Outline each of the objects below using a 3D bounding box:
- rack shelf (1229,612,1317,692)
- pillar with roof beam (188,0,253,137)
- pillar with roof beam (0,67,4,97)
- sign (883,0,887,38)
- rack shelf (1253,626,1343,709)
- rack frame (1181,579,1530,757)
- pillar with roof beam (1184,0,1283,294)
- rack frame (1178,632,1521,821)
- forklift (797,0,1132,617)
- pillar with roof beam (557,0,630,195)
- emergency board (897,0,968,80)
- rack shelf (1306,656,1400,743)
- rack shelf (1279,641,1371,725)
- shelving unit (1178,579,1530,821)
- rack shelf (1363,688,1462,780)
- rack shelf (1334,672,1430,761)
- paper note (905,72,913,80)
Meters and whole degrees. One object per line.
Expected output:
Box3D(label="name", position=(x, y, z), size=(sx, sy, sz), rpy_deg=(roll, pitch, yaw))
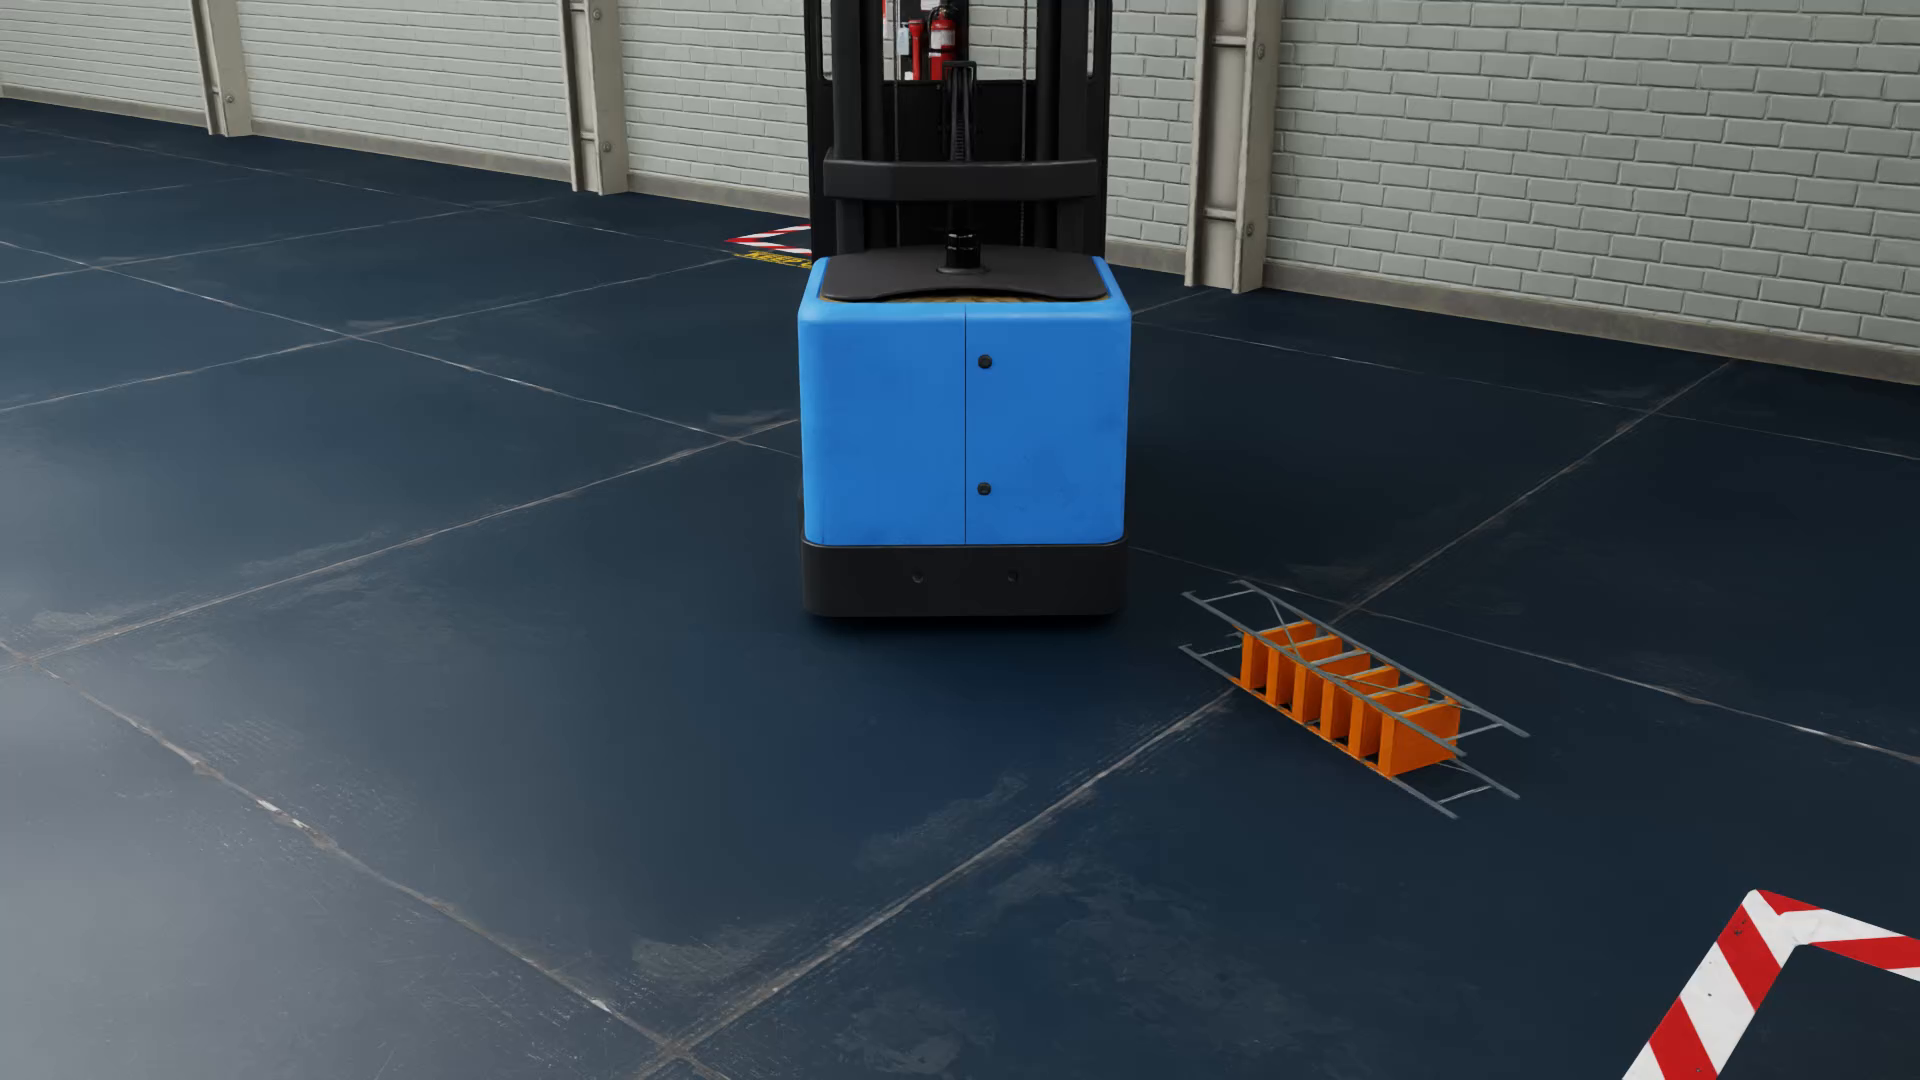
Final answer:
Box3D(label="rack shelf", position=(0.944, 0.332, 5.004), size=(0.258, 0.180, 0.103), rpy_deg=(-11, 24, -27))
Box3D(label="pillar with roof beam", position=(-10.371, -7.298, 12.768), size=(0.400, 9.000, 9.100), rpy_deg=(16, 26, 36))
Box3D(label="pillar with roof beam", position=(-15.019, -8.637, 16.318), size=(0.400, 9.000, 9.100), rpy_deg=(16, 26, 36))
Box3D(label="sign", position=(-0.606, -3.721, 11.733), size=(0.234, 0.329, 0.001), rpy_deg=(16, 26, 36))
Box3D(label="rack shelf", position=(1.002, 0.370, 4.906), size=(0.258, 0.180, 0.103), rpy_deg=(-11, 24, -27))
Box3D(label="rack frame", position=(1.081, 0.337, 4.738), size=(0.240, 0.006, 1.200), rpy_deg=(-11, 24, -27))
Box3D(label="pillar with roof beam", position=(-1.074, -4.621, 5.669), size=(0.400, 9.000, 9.100), rpy_deg=(16, 26, 36))
Box3D(label="rack frame", position=(1.081, 0.508, 4.804), size=(0.240, 0.006, 1.200), rpy_deg=(-11, 24, -27))
Box3D(label="forklift", position=(-0.012, -1.594, 6.241), size=(1.130, 2.935, 3.031), rpy_deg=(0, 21, -1))
Box3D(label="pillar with roof beam", position=(-5.723, -5.960, 9.218), size=(0.400, 9.000, 9.100), rpy_deg=(16, 26, 36))
Box3D(label="emergency board", position=(-0.243, -3.552, 11.337), size=(0.643, 1.169, 0.194), rpy_deg=(16, 26, 36))
Box3D(label="rack shelf", position=(1.117, 0.446, 4.709), size=(0.258, 0.180, 0.103), rpy_deg=(-11, 24, -27))
Box3D(label="rack shelf", position=(1.060, 0.408, 4.807), size=(0.258, 0.180, 0.103), rpy_deg=(-11, 24, -27))
Box3D(label="shelving unit", position=(1.081, 0.422, 4.771), size=(0.258, 0.189, 1.200), rpy_deg=(-11, 24, -27))
Box3D(label="rack shelf", position=(1.232, 0.522, 4.513), size=(0.258, 0.180, 0.103), rpy_deg=(-11, 24, -27))
Box3D(label="rack shelf", position=(1.175, 0.484, 4.611), size=(0.258, 0.180, 0.103), rpy_deg=(-11, 24, -27))
Box3D(label="paper note", position=(-0.336, -3.199, 11.648), size=(0.142, 0.148, 0.016), rpy_deg=(16, 26, 36))
